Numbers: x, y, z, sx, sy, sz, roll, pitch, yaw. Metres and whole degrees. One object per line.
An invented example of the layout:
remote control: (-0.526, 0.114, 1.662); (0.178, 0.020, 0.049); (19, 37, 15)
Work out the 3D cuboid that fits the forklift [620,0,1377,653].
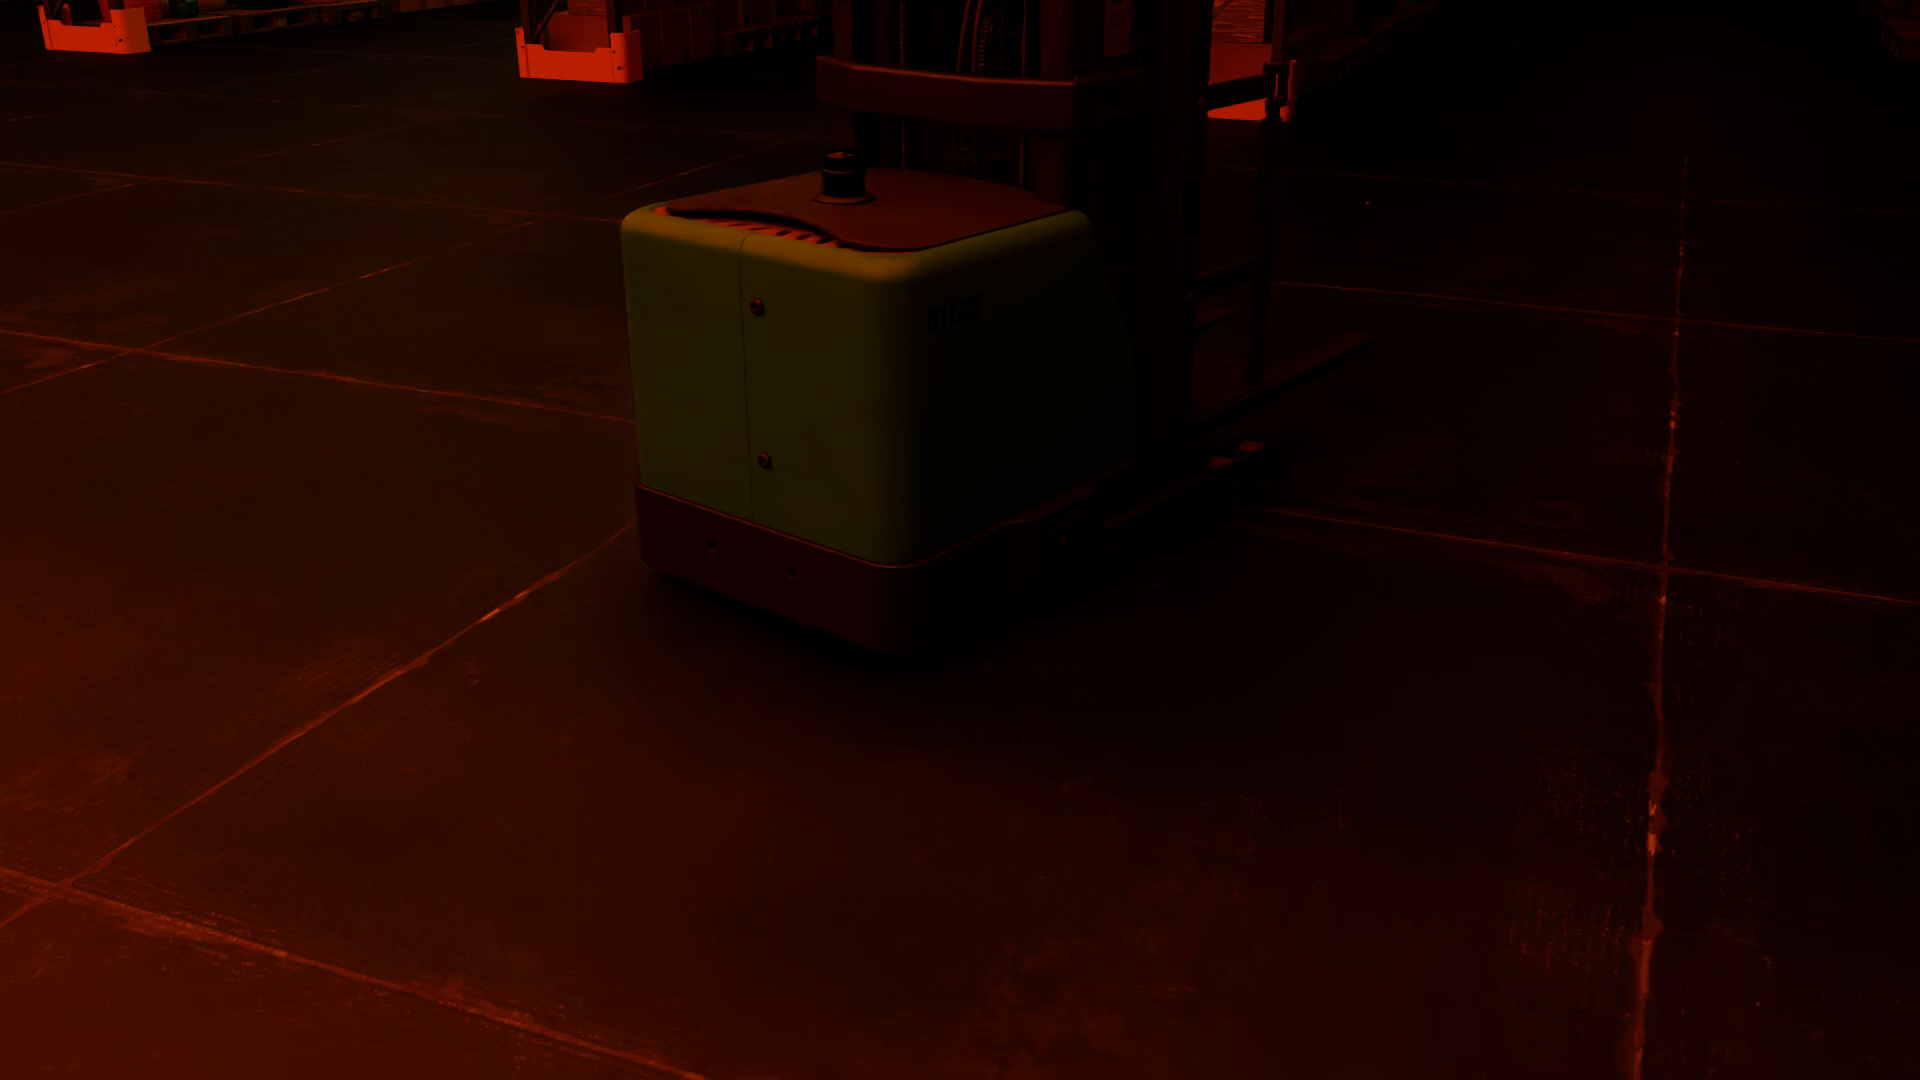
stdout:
forklift: (0.396, -1.562, 5.030); (1.130, 2.935, 3.031); (17, 28, 35)
